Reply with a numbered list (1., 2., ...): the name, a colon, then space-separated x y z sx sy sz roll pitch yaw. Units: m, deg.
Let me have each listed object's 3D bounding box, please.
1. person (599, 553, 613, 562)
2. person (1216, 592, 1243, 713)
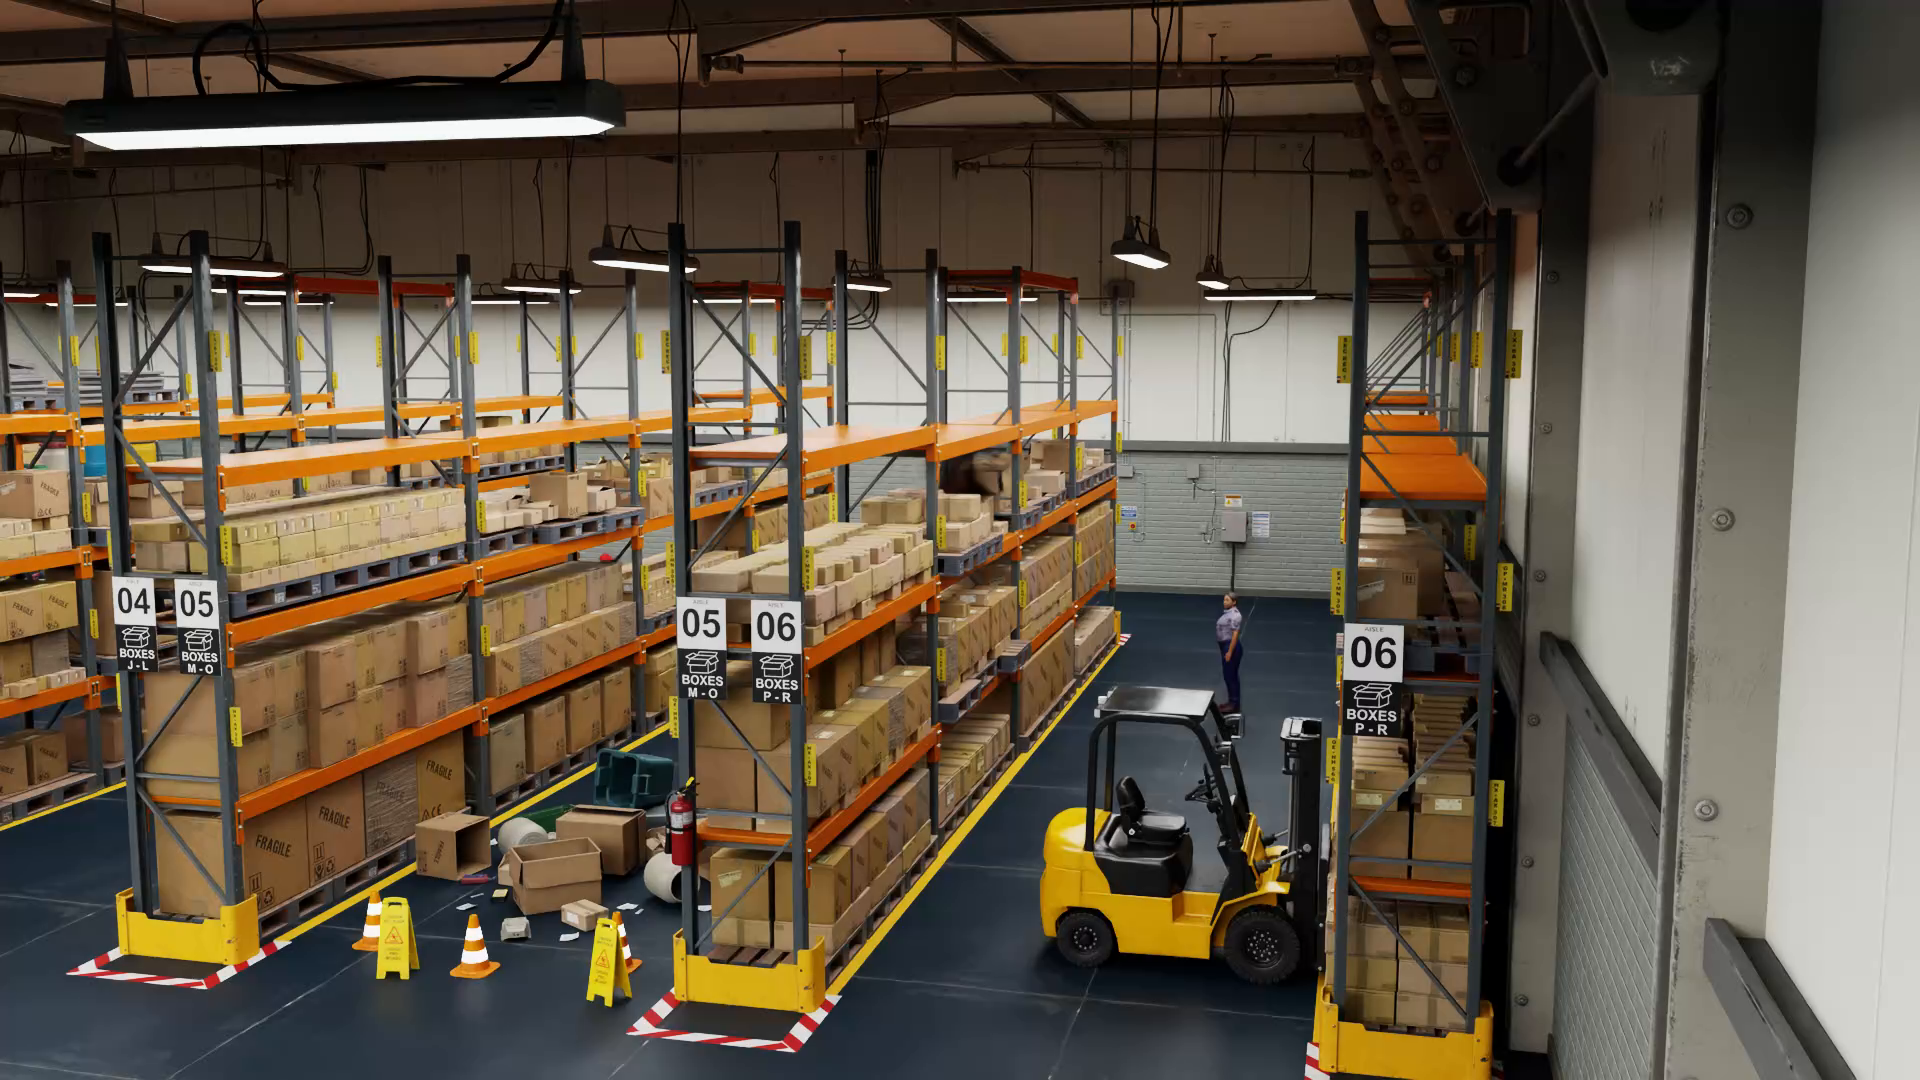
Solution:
1. person: -5.539 1.098 26.047 0.696 1.820 0.770 2 7 19
2. person: 3.731 1.543 23.034 0.367 1.651 0.506 1 7 5
